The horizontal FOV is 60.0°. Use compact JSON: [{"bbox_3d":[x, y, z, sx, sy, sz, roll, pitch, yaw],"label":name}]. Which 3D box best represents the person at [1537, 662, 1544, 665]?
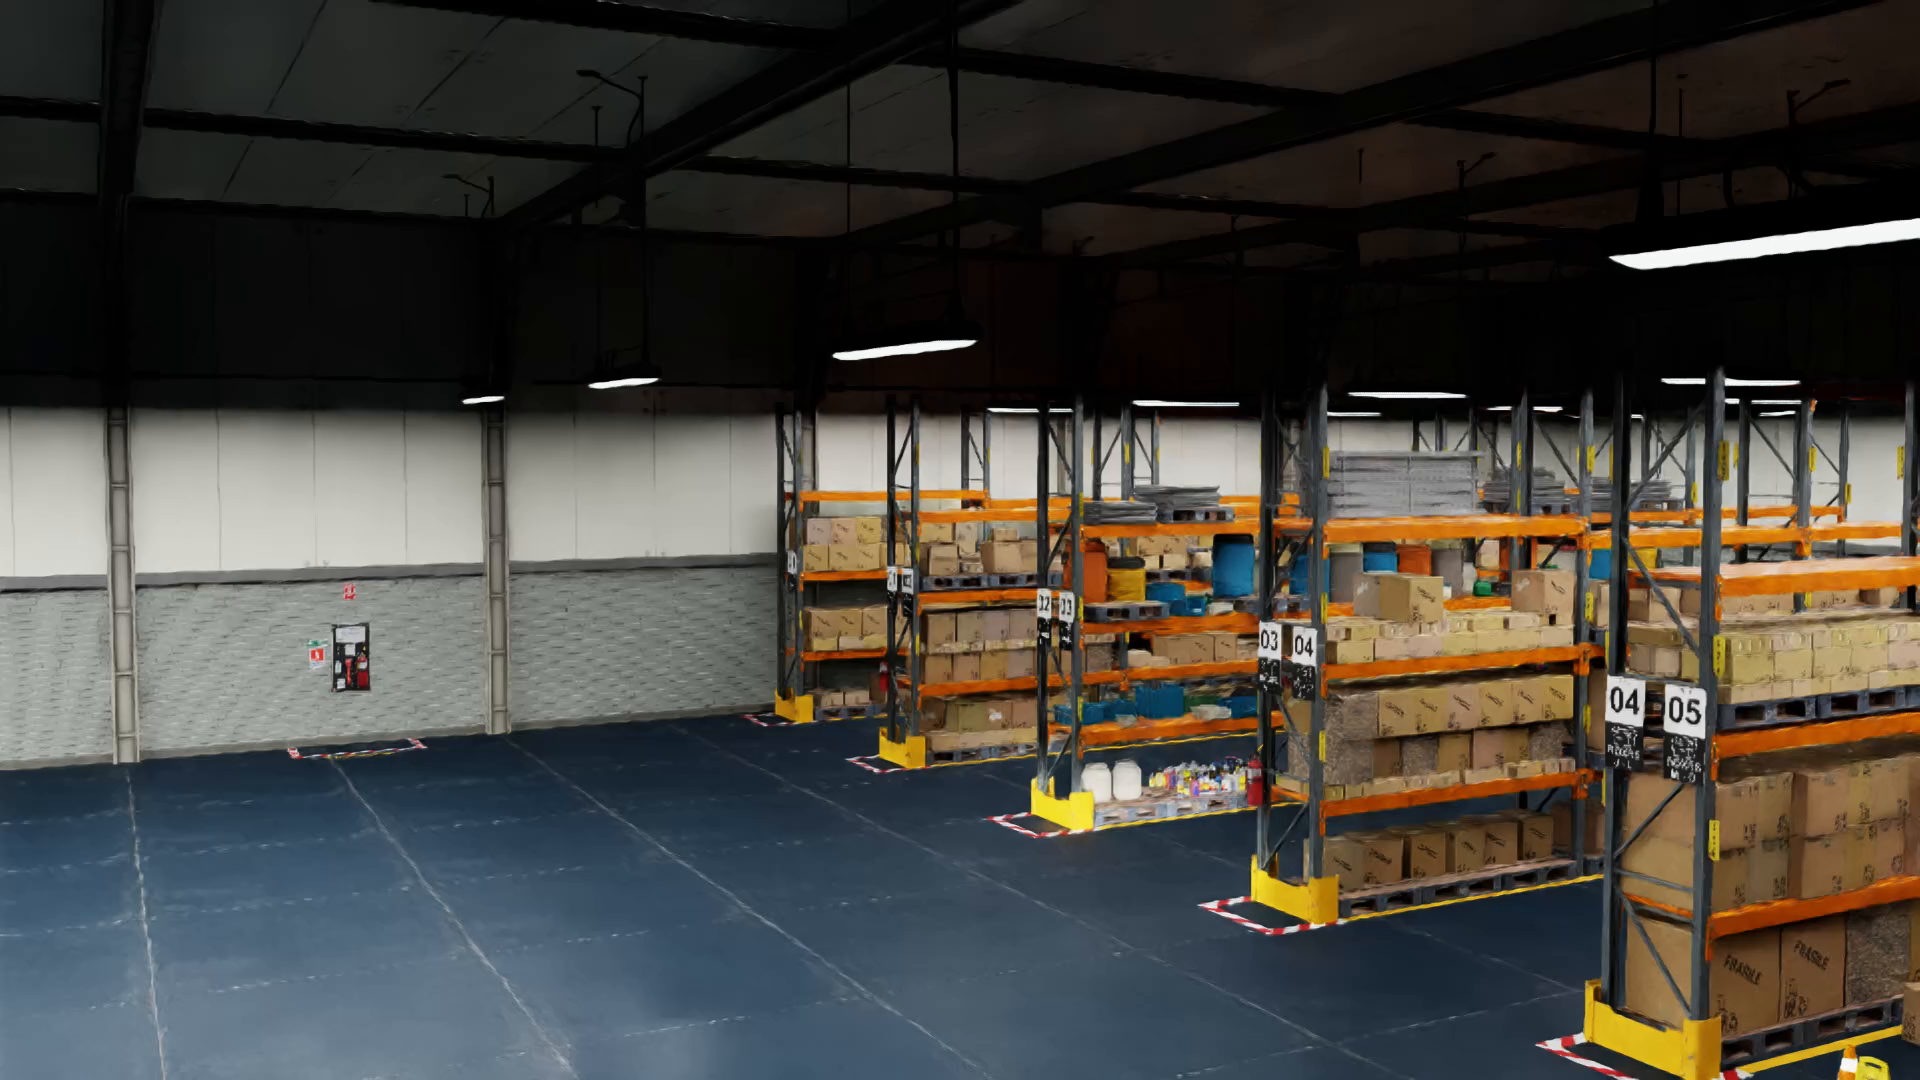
[{"bbox_3d":[10.509,2.669,29.758,1.086,1.587,0.495,-2,4,-25],"label":"person"}]
